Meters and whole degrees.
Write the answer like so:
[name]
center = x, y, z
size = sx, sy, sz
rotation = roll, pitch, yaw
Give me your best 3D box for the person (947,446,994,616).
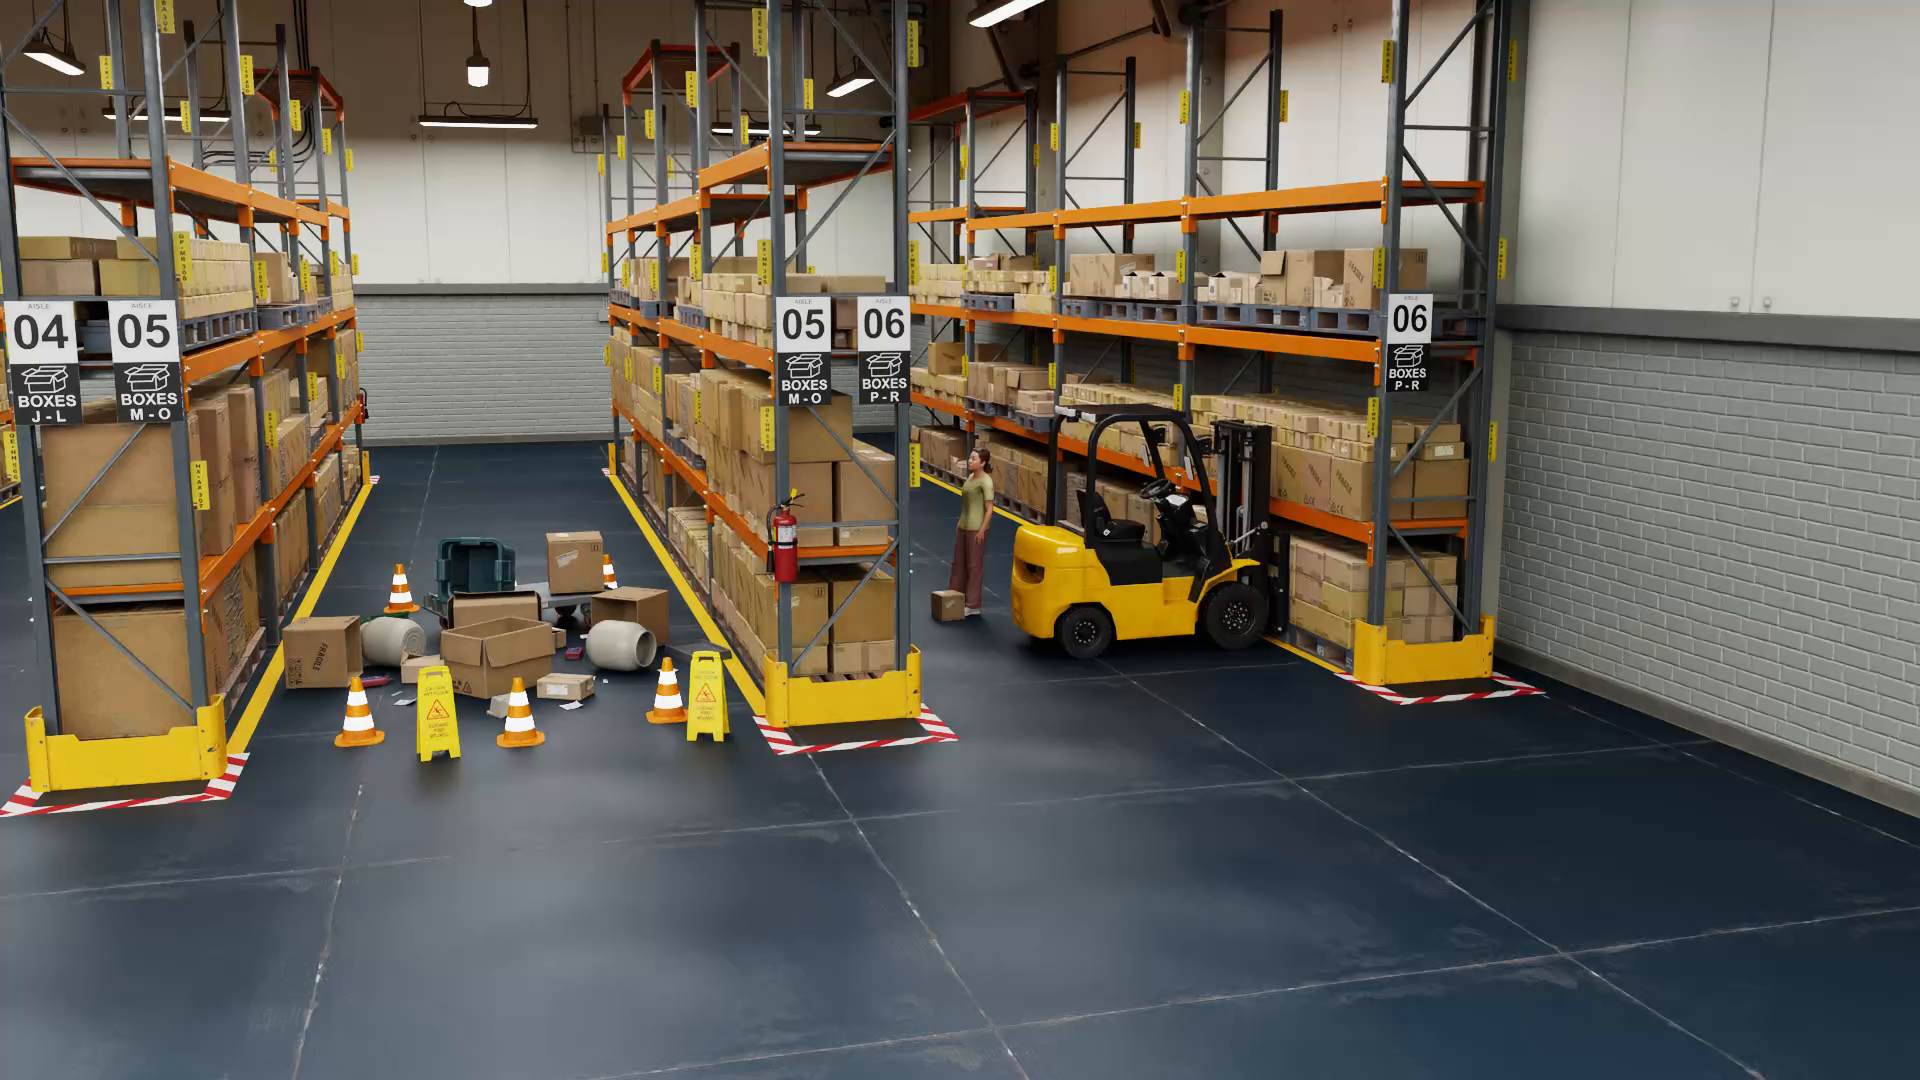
[person]
center = 0.064, -0.088, 16.356
size = 0.548, 1.674, 0.552
rotation = -4, 10, -24
